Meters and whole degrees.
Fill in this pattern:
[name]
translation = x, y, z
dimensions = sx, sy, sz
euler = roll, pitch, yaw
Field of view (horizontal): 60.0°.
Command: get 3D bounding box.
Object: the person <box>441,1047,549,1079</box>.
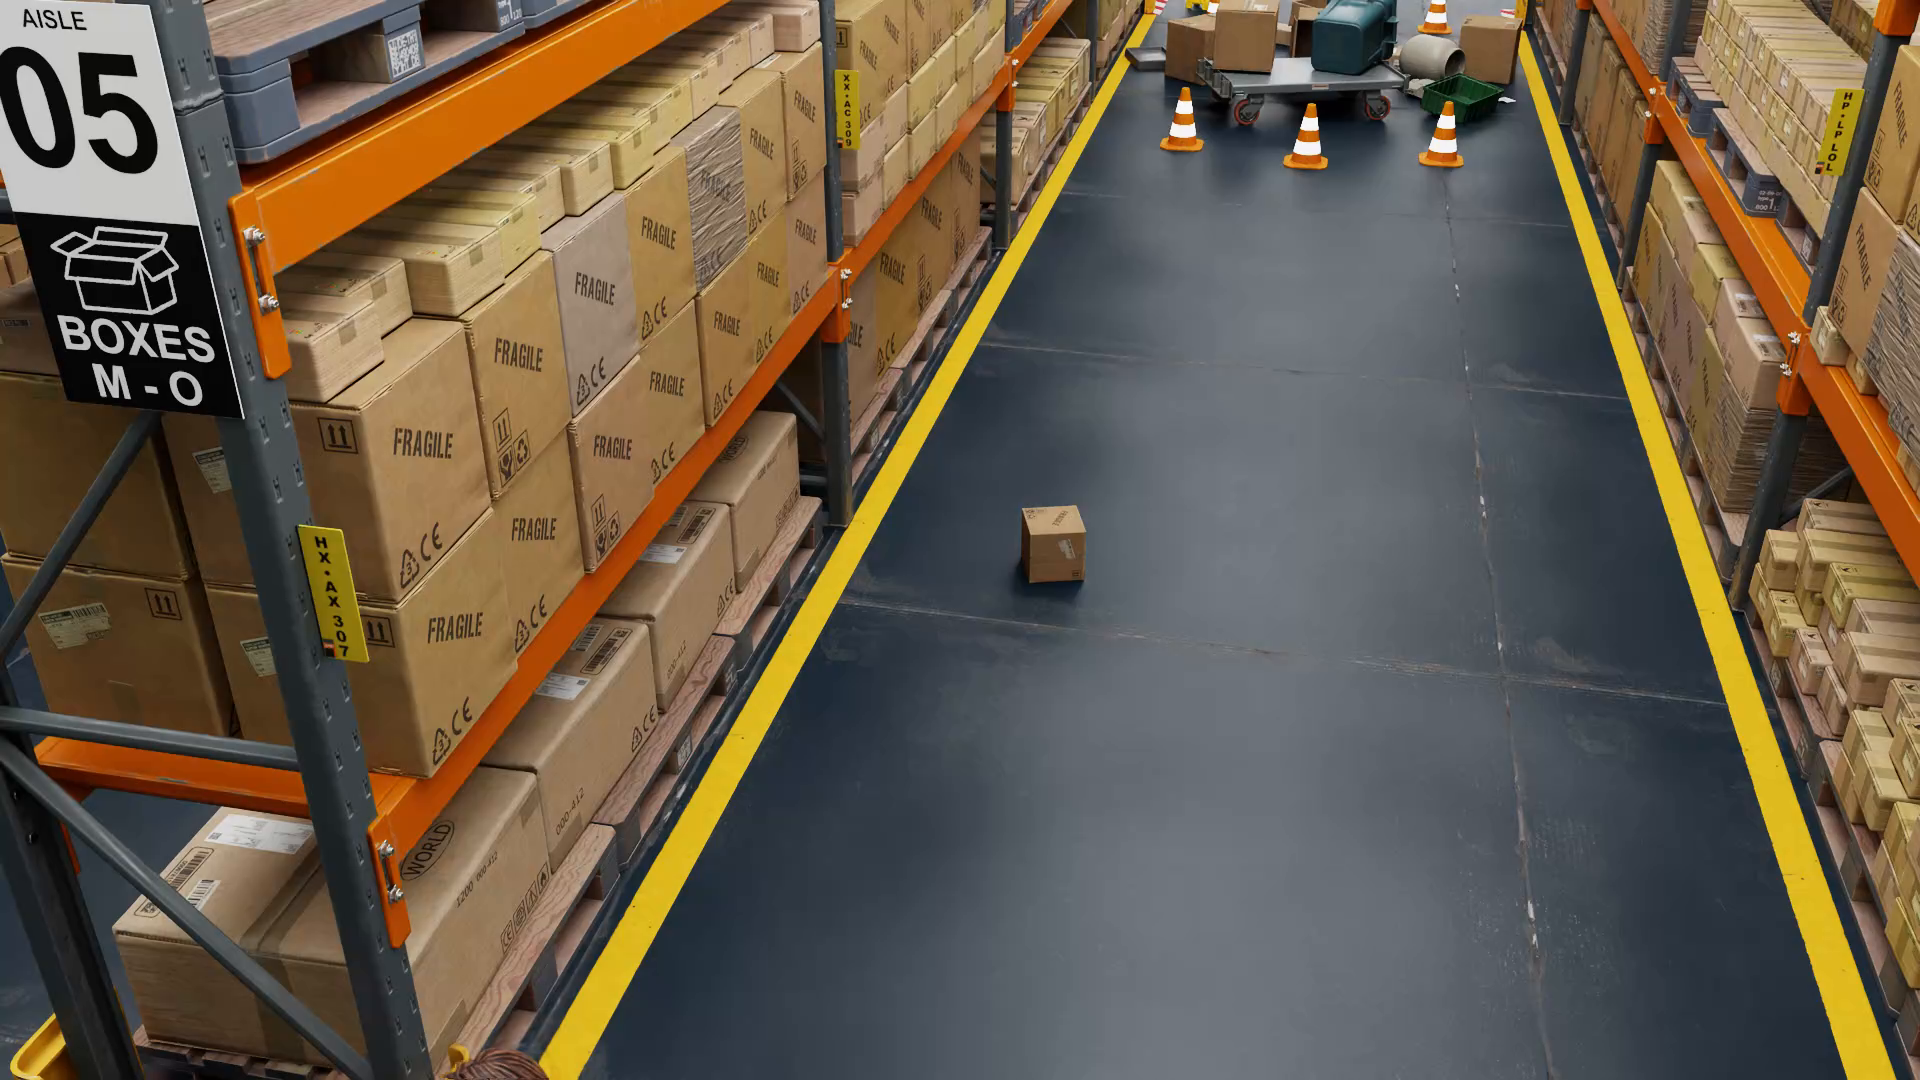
[person]
translation = -0.801, 1.650, 3.195
dimensions = 0.483, 1.626, 0.519
euler = 21, 35, 32
